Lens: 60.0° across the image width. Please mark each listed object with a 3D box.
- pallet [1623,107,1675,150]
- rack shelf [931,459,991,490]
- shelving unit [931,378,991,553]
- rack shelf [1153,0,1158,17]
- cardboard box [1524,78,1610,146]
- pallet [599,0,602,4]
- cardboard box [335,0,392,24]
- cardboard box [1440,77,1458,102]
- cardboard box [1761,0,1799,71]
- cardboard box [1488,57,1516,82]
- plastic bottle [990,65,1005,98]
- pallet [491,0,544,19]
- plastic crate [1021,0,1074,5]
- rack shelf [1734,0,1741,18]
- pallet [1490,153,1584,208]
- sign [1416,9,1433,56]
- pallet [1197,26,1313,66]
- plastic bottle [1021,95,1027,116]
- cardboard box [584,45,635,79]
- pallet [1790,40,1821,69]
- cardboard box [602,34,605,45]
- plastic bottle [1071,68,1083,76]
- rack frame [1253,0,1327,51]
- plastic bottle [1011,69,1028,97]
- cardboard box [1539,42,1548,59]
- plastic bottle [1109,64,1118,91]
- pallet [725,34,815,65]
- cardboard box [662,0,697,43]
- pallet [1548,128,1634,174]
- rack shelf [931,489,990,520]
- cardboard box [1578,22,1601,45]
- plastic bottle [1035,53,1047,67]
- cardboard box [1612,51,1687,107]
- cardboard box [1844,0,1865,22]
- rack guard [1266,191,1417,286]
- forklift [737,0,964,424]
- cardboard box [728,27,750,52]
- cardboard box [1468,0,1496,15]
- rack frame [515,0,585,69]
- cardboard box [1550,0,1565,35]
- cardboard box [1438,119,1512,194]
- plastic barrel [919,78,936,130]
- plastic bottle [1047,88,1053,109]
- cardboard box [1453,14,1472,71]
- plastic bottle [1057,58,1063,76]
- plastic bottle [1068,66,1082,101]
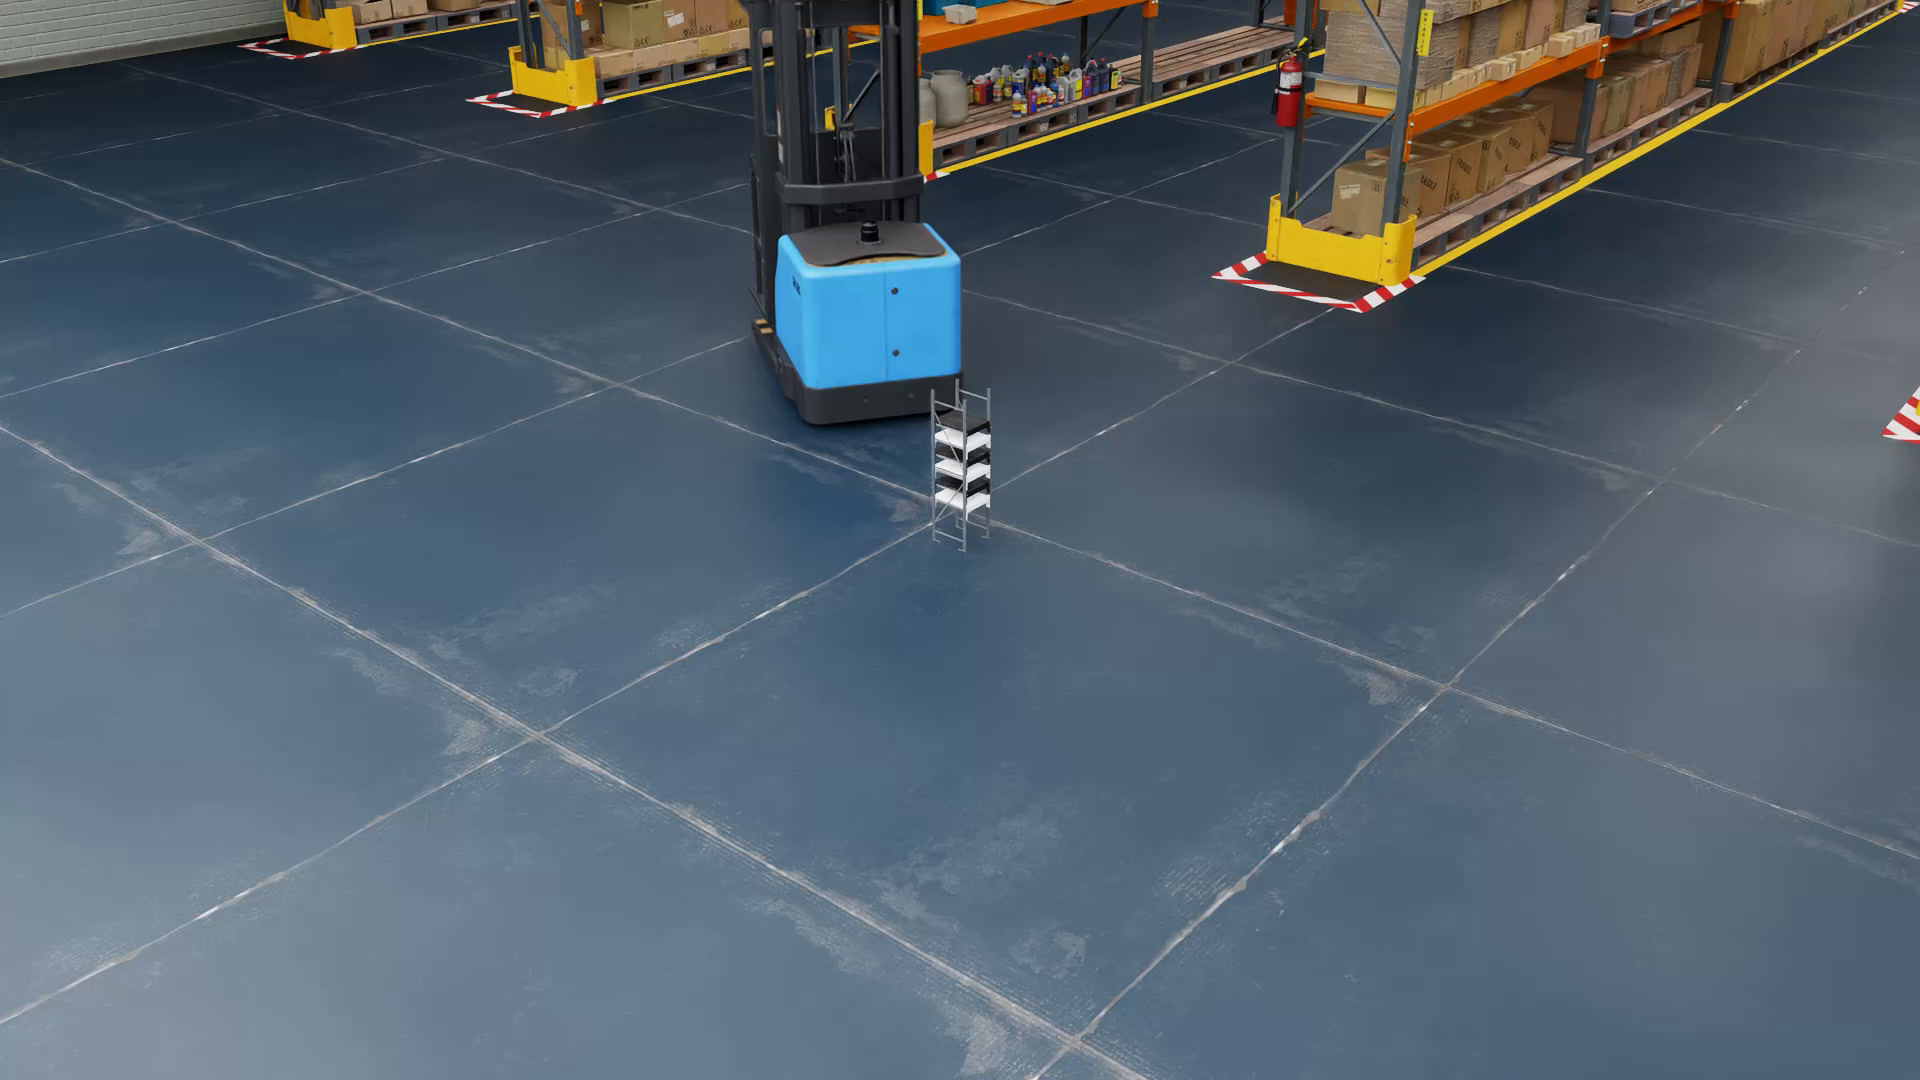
[{"bbox_3d":[6.829,-4.418,17.560,1.003,0.211,1.213,21,34,34],"label":"pallet"},{"bbox_3d":[0.005,-0.373,9.064,0.258,0.077,0.200,21,34,34],"label":"rack shelf"},{"bbox_3d":[0.005,-0.403,9.049,0.258,0.900,0.210,21,34,34],"label":"shelving unit"},{"bbox_3d":[3.009,-6.782,19.879,1.077,0.370,4.000,21,34,34],"label":"rack shelf"},{"bbox_3d":[5.966,-4.242,16.427,0.700,0.500,0.500,18,32,31],"label":"cardboard box"},{"bbox_3d":[-5.413,-8.326,25.115,1.003,0.211,1.213,21,34,34],"label":"pallet"},{"bbox_3d":[-7.942,-7.090,22.138,0.500,0.311,0.500,17,32,29],"label":"cardboard box"},{"bbox_3d":[3.725,-3.614,13.245,0.380,0.149,0.250,21,34,34],"label":"cardboard box"},{"bbox_3d":[9.131,-6.159,19.746,1.225,0.875,0.875,21,34,35],"label":"cardboard box"},{"bbox_3d":[4.409,-3.950,13.895,0.380,0.149,0.250,21,34,34],"label":"cardboard box"},{"bbox_3d":[0.395,-4.963,17.983,0.144,0.351,0.185,22,35,36],"label":"plastic bottle"},{"bbox_3d":[-6.307,-7.801,24.100,1.003,0.211,1.213,21,34,34],"label":"pallet"},{"bbox_3d":[0.900,-5.626,17.147,0.530,0.136,0.437,21,34,34],"label":"plastic crate"},{"bbox_3d":[9.376,-6.753,19.822,1.077,0.370,4.000,21,34,34],"label":"rack shelf"},{"bbox_3d":[5.159,-3.458,15.705,1.003,0.211,1.213,21,34,34],"label":"pallet"},{"bbox_3d":[3.434,-3.753,12.298,0.100,0.325,0.005,21,34,34],"label":"sign"},{"bbox_3d":[3.759,-6.309,21.216,1.003,0.211,1.213,21,34,34],"label":"pallet"},{"bbox_3d":[0.653,-4.516,17.281,0.097,0.201,0.097,0,27,0],"label":"plastic bottle"},{"bbox_3d":[-4.114,-5.514,19.179,0.500,0.250,0.500,21,34,34],"label":"cardboard box"},{"bbox_3d":[10.215,-6.247,21.097,1.003,0.211,1.213,21,34,34],"label":"pallet"},{"bbox_3d":[-4.205,-5.846,19.822,0.500,0.250,0.500,21,34,34],"label":"cardboard box"},{"bbox_3d":[1.298,-5.032,18.198,0.152,0.276,0.135,21,34,34],"label":"plastic bottle"},{"bbox_3d":[4.282,-7.811,21.084,1.000,3.000,0.127,21,34,34],"label":"rack frame"},{"bbox_3d":[0.644,-4.961,18.062,0.152,0.276,0.135,21,34,34],"label":"plastic bottle"},{"bbox_3d":[4.944,-4.343,14.654,0.380,0.149,0.250,21,34,34],"label":"cardboard box"},{"bbox_3d":[1.686,-5.115,18.350,0.061,0.283,0.133,23,35,37],"label":"plastic bottle"},{"bbox_3d":[-2.621,-6.334,21.263,1.003,0.211,1.213,21,34,34],"label":"pallet"},{"bbox_3d":[-3.489,-6.206,19.701,0.500,0.500,0.500,21,34,34],"label":"cardboard box"},{"bbox_3d":[6.053,-3.983,16.720,1.003,0.211,1.213,21,34,34],"label":"pallet"},{"bbox_3d":[0.005,-0.213,9.147,0.258,0.077,0.200,21,34,34],"label":"rack shelf"},{"bbox_3d":[5.649,-4.671,15.289,0.380,0.149,0.250,21,34,34],"label":"cardboard box"},{"bbox_3d":[0.904,-5.247,18.532,0.144,0.351,0.185,22,34,36],"label":"plastic bottle"},{"bbox_3d":[7.350,-5.005,17.901,0.700,0.500,0.500,18,32,30],"label":"cardboard box"},{"bbox_3d":[11.702,-7.554,22.443,0.875,0.875,0.875,21,34,34],"label":"cardboard box"},{"bbox_3d":[3.063,-2.444,13.430,1.175,0.500,0.348,21,34,34],"label":"rack guard"},{"bbox_3d":[-0.879,-2.690,11.261,1.130,2.935,3.031,-8,28,-14],"label":"forklift"},{"bbox_3d":[-2.841,-6.223,20.550,0.500,0.250,0.500,21,34,34],"label":"cardboard box"},{"bbox_3d":[3.898,-4.438,13.044,0.500,0.500,0.500,21,34,34],"label":"cardboard box"},{"bbox_3d":[-4.627,-6.424,18.402,1.000,3.000,0.127,21,34,34],"label":"rack frame"},{"bbox_3d":[4.880,-4.813,14.857,0.875,0.500,0.500,21,34,34],"label":"cardboard box"},{"bbox_3d":[4.581,-3.443,14.904,0.500,0.500,0.500,17,32,30],"label":"cardboard box"},{"bbox_3d":[-0.447,-4.312,16.571,0.421,0.512,0.421,0,27,0],"label":"plastic barrel"},{"bbox_3d":[0.931,-4.671,17.581,0.097,0.201,0.097,0,27,0],"label":"plastic bottle"},{"bbox_3d":[3.611,-4.103,13.484,0.875,0.500,0.500,21,34,34],"label":"cardboard box"},{"bbox_3d":[1.094,-5.243,18.598,0.061,0.283,0.133,21,34,34],"label":"plastic bottle"},{"bbox_3d":[1.223,-4.916,17.893,0.144,0.351,0.185,21,34,34],"label":"plastic bottle"}]
